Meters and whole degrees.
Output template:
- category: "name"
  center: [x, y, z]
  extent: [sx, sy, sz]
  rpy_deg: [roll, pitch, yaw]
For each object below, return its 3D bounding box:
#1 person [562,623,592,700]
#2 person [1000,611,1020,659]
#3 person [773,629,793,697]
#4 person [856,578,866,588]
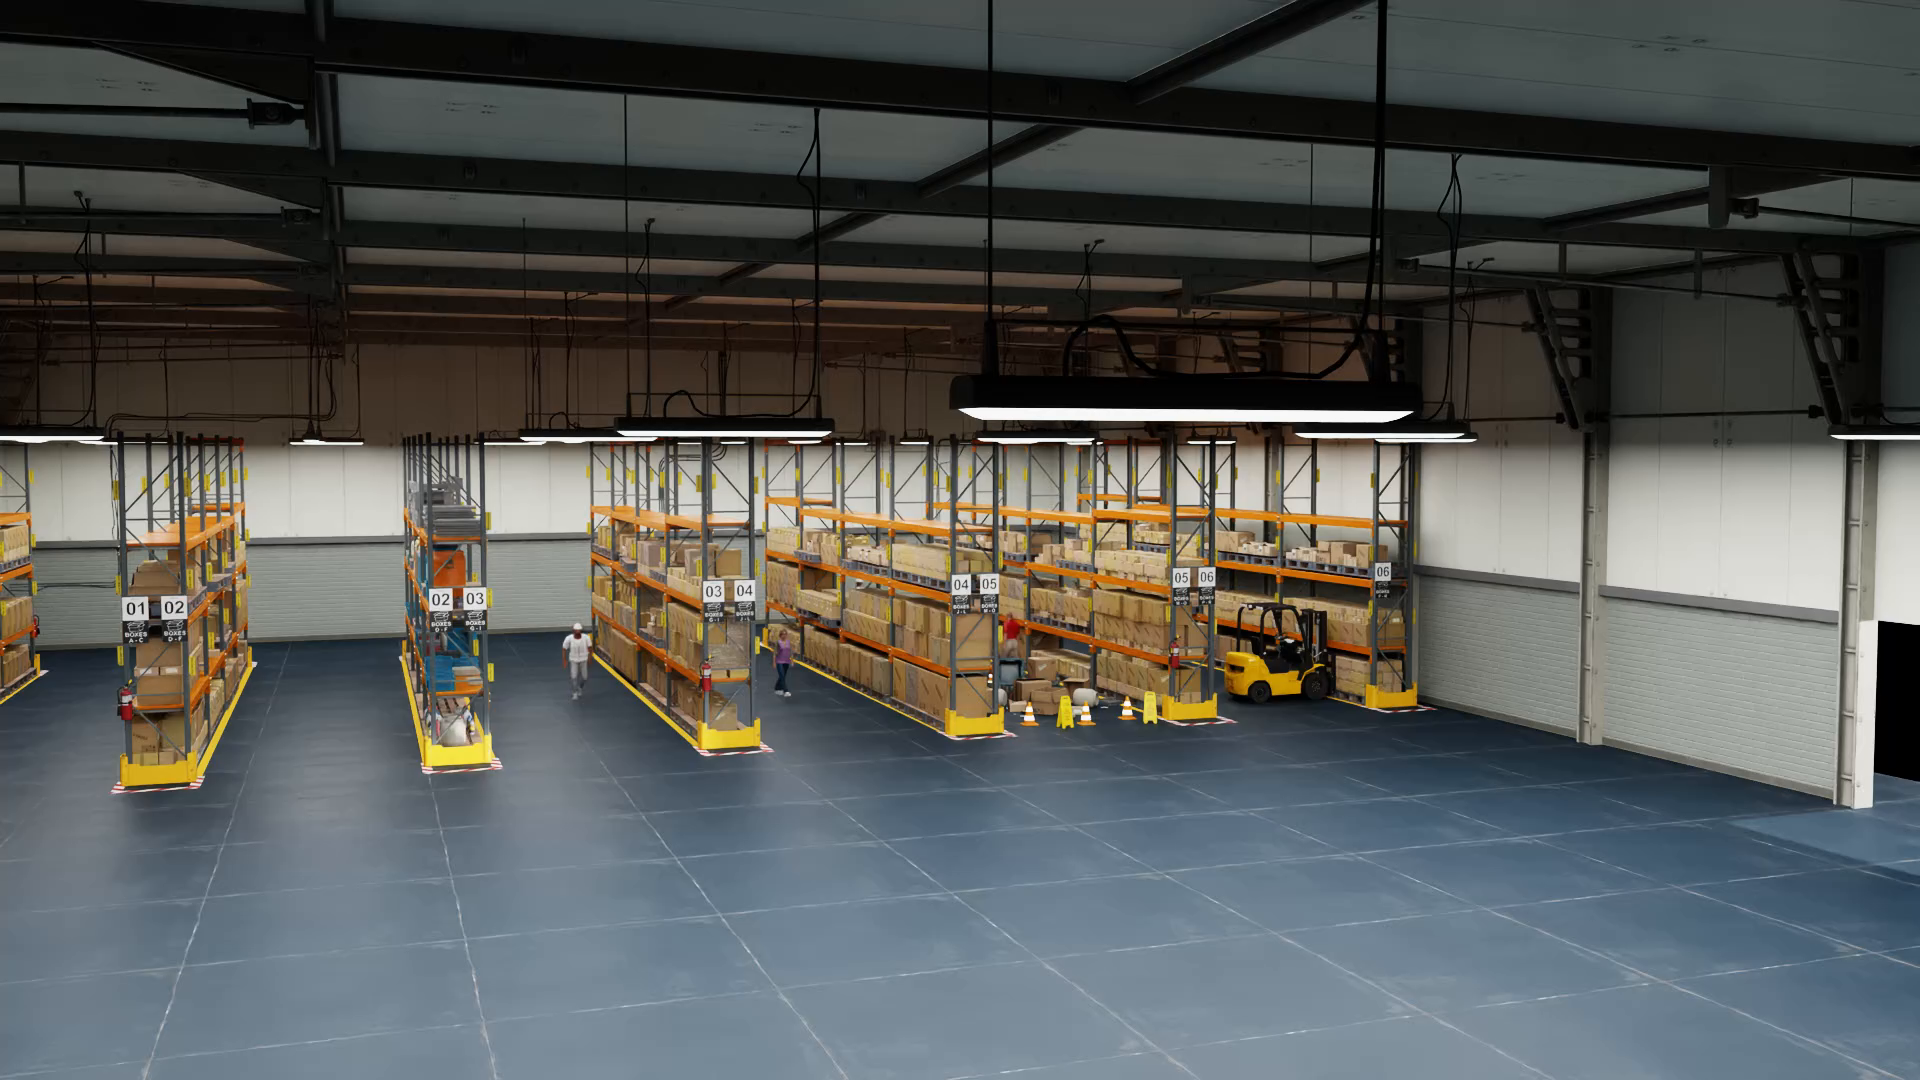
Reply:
- category: "person"
  center: [-8.742, 2.756, 37.985]
  extent: [0.672, 1.742, 0.619]
  rpy_deg: [-1, 3, -19]
- category: "person"
  center: [1.240, 2.639, 40.648]
  extent: [0.576, 1.777, 0.609]
  rpy_deg: [-2, 4, -33]
- category: "person"
  center: [-4.019, 2.816, 38.080]
  extent: [0.435, 1.546, 0.967]
  rpy_deg: [-3, 4, -40]
- category: "person"
  center: [-3.050, 1.914, 48.830]
  extent: [0.747, 1.656, 0.645]
  rpy_deg: [3, 4, 43]
